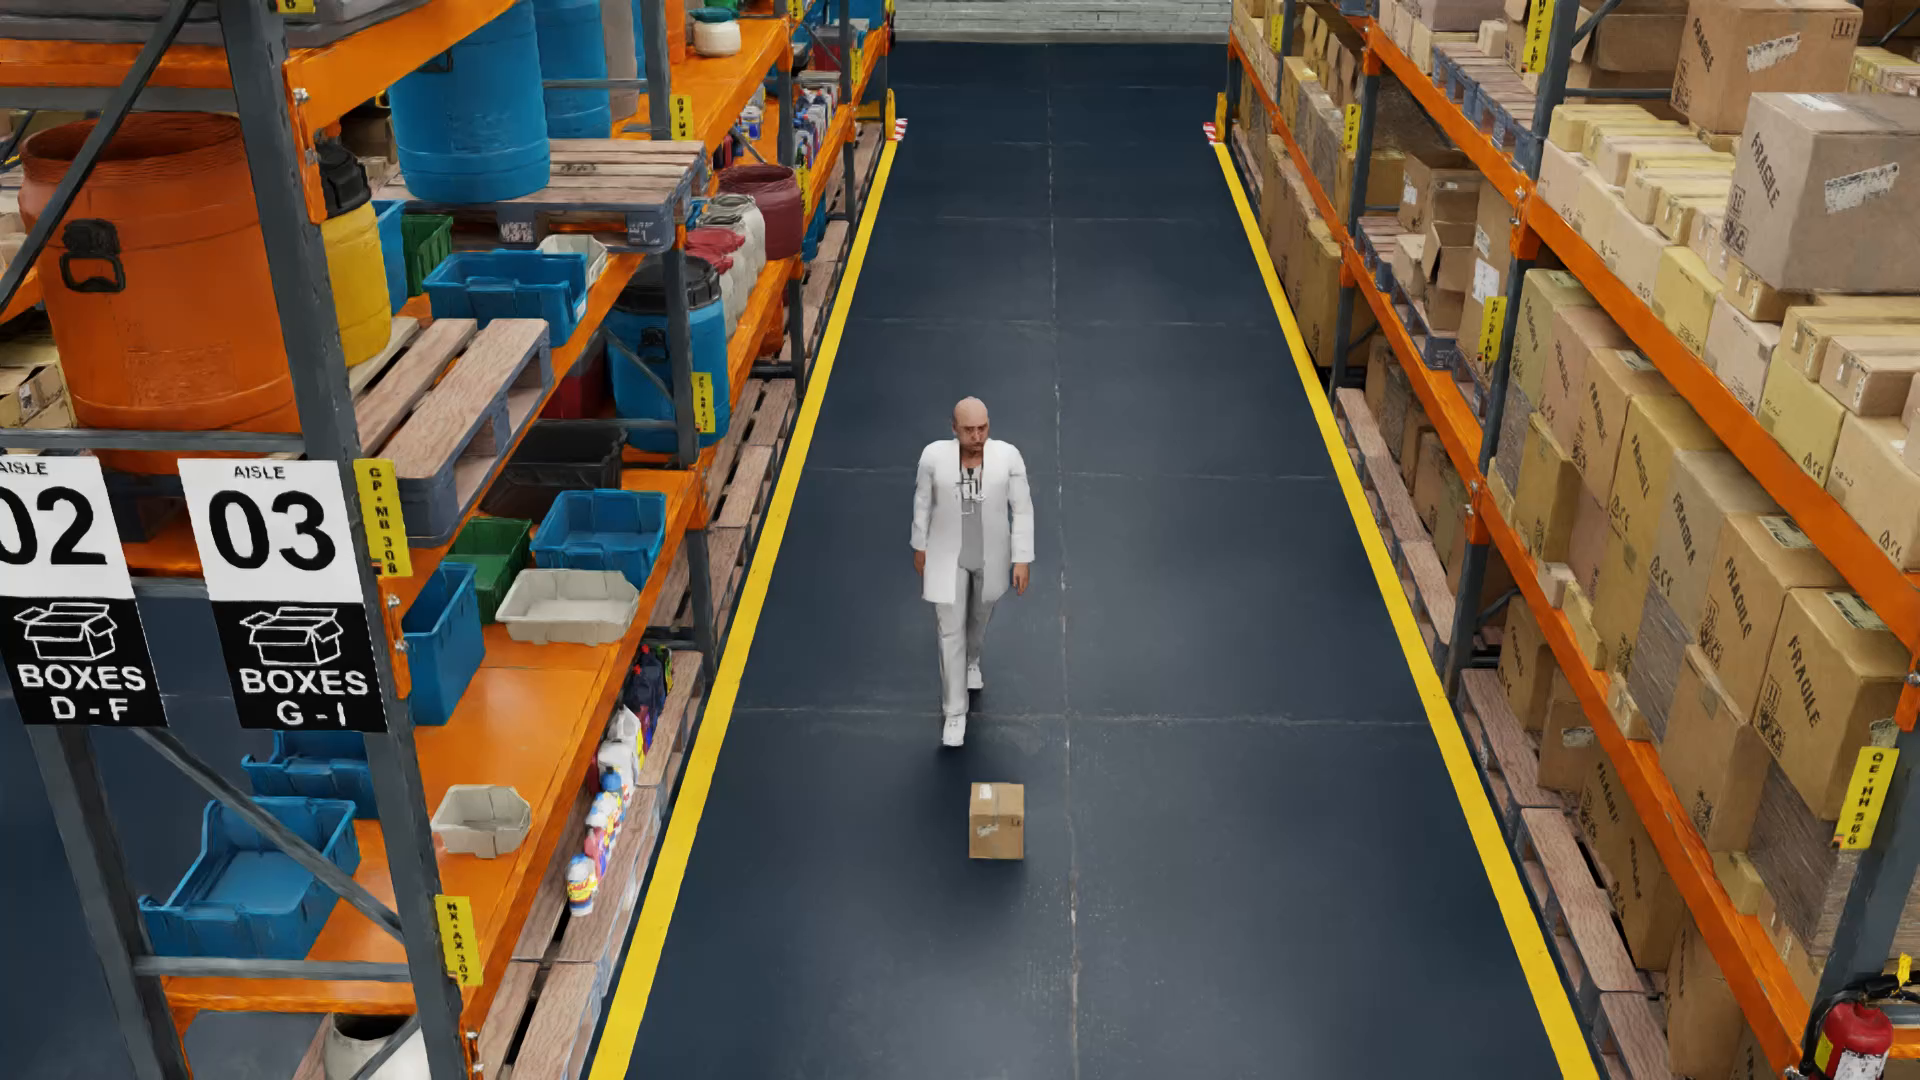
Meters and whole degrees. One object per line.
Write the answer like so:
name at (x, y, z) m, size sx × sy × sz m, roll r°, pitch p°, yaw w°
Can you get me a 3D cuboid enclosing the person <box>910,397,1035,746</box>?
person at (0.073, 0.108, 8.411) m, size 0.610 × 1.737 × 0.948 m, roll -3°, pitch 28°, yaw -7°
